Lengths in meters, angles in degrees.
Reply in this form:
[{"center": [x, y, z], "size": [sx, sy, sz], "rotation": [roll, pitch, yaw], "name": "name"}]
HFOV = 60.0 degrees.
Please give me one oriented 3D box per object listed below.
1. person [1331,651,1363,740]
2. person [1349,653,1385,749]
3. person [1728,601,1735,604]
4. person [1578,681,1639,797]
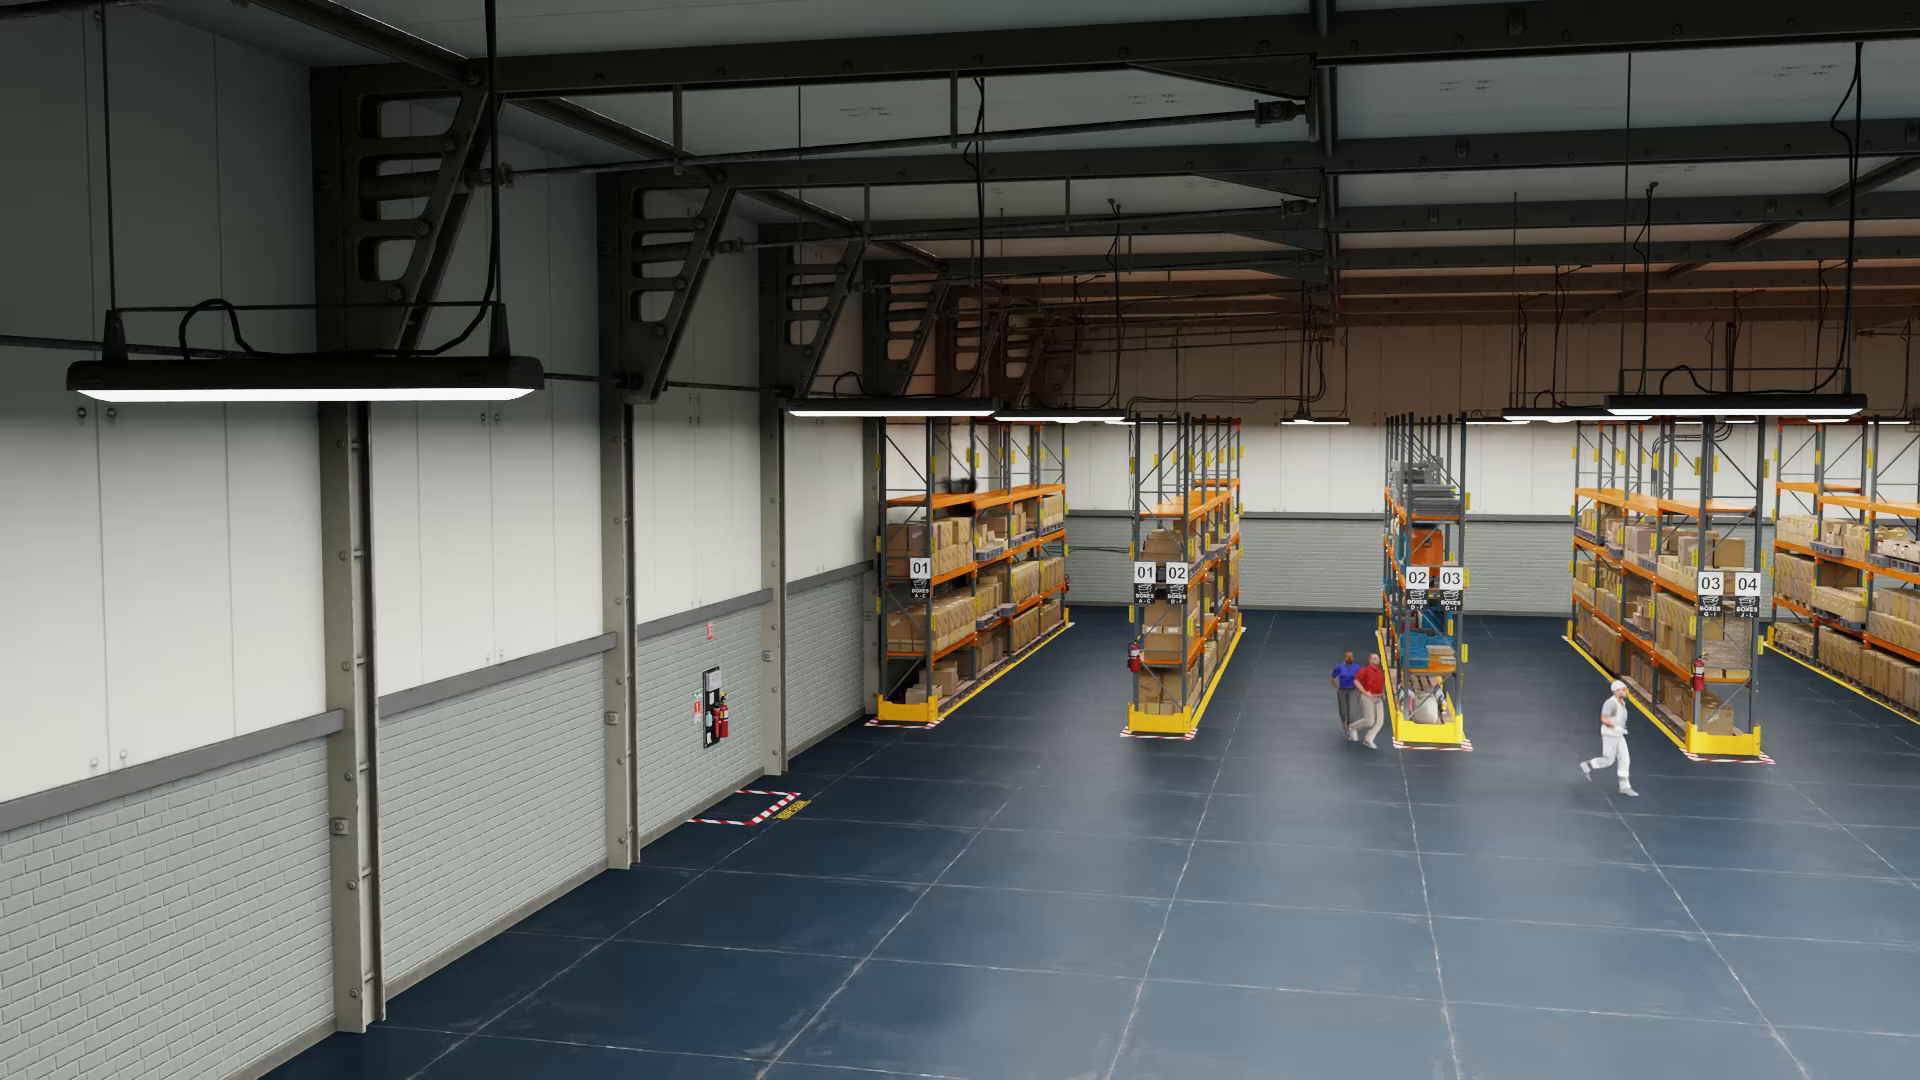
[{"center": [7.158, 2.849, 30.730], "size": [0.612, 1.633, 0.598], "rotation": [1, 4, 11], "name": "person"}, {"center": [7.367, 2.877, 29.913], "size": [0.692, 1.704, 0.608], "rotation": [-2, 5, -31], "name": "person"}, {"center": [19.876, 1.949, 42.821], "size": [0.683, 1.801, 0.650], "rotation": [1, 4, 21], "name": "person"}, {"center": [10.201, 3.077, 26.070], "size": [0.978, 1.772, 0.684], "rotation": [4, 5, 42], "name": "person"}]
